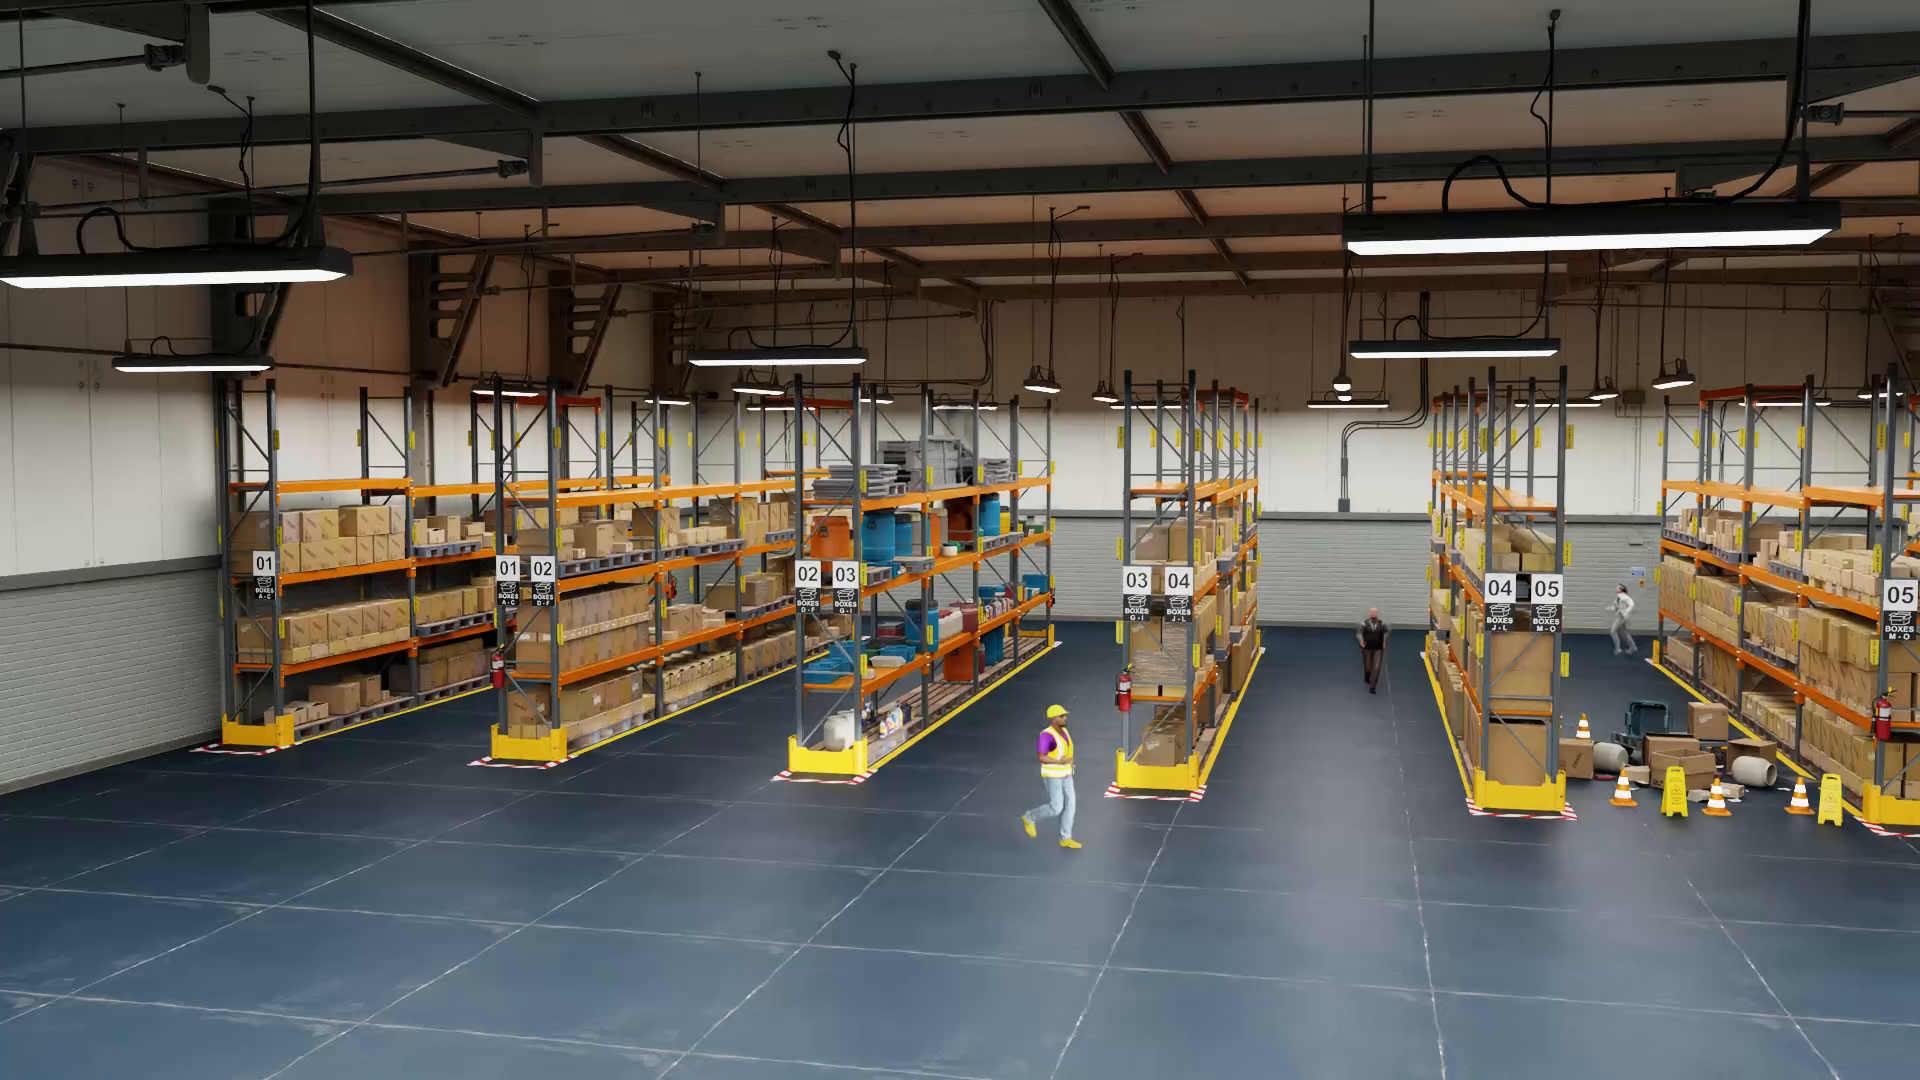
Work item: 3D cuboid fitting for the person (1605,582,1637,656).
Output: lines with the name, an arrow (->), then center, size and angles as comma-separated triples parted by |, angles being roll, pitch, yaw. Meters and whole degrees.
person -> 15.401, 1.859, 38.695 | 0.729, 1.766, 0.631 | 1, 4, 16

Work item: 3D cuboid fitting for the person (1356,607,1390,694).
person -> 8.206, 2.181, 33.017 | 0.659, 1.690, 0.765 | 1, 3, 11

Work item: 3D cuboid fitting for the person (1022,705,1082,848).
person -> 1.154, 2.894, 20.488 | 0.812, 1.741, 0.711 | 2, 4, 35
